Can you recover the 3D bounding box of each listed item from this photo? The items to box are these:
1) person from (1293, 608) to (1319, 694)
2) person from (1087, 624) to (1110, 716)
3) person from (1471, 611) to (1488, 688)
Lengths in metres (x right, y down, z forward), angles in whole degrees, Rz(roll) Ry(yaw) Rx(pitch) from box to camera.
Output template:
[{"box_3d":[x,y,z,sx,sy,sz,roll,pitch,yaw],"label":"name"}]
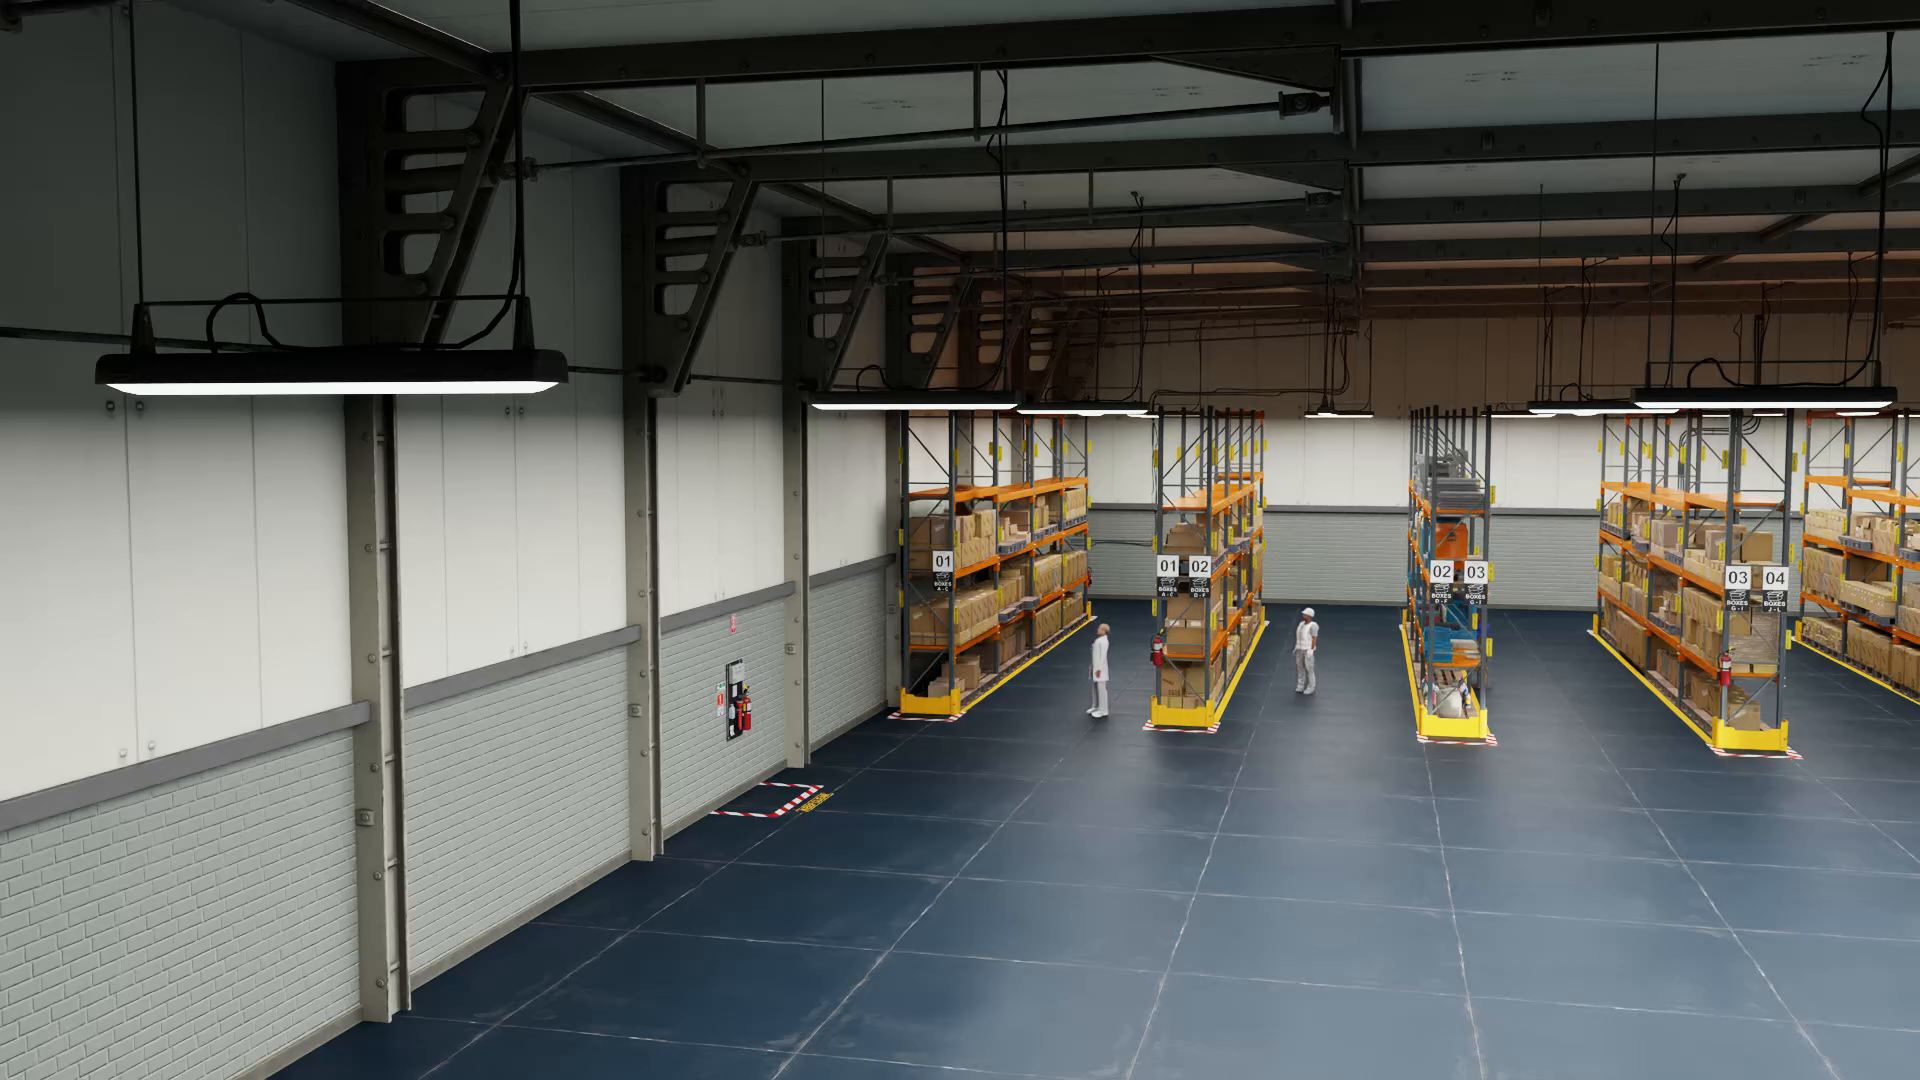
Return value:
[{"box_3d":[7.273,2.329,35.017,0.422,1.798,0.602,-3,5,-38],"label":"person"},{"box_3d":[2.694,2.510,32.327,0.445,1.778,0.620,-1,4,-16],"label":"person"},{"box_3d":[11.121,2.346,35.531,0.359,1.655,0.453,2,5,26],"label":"person"}]
